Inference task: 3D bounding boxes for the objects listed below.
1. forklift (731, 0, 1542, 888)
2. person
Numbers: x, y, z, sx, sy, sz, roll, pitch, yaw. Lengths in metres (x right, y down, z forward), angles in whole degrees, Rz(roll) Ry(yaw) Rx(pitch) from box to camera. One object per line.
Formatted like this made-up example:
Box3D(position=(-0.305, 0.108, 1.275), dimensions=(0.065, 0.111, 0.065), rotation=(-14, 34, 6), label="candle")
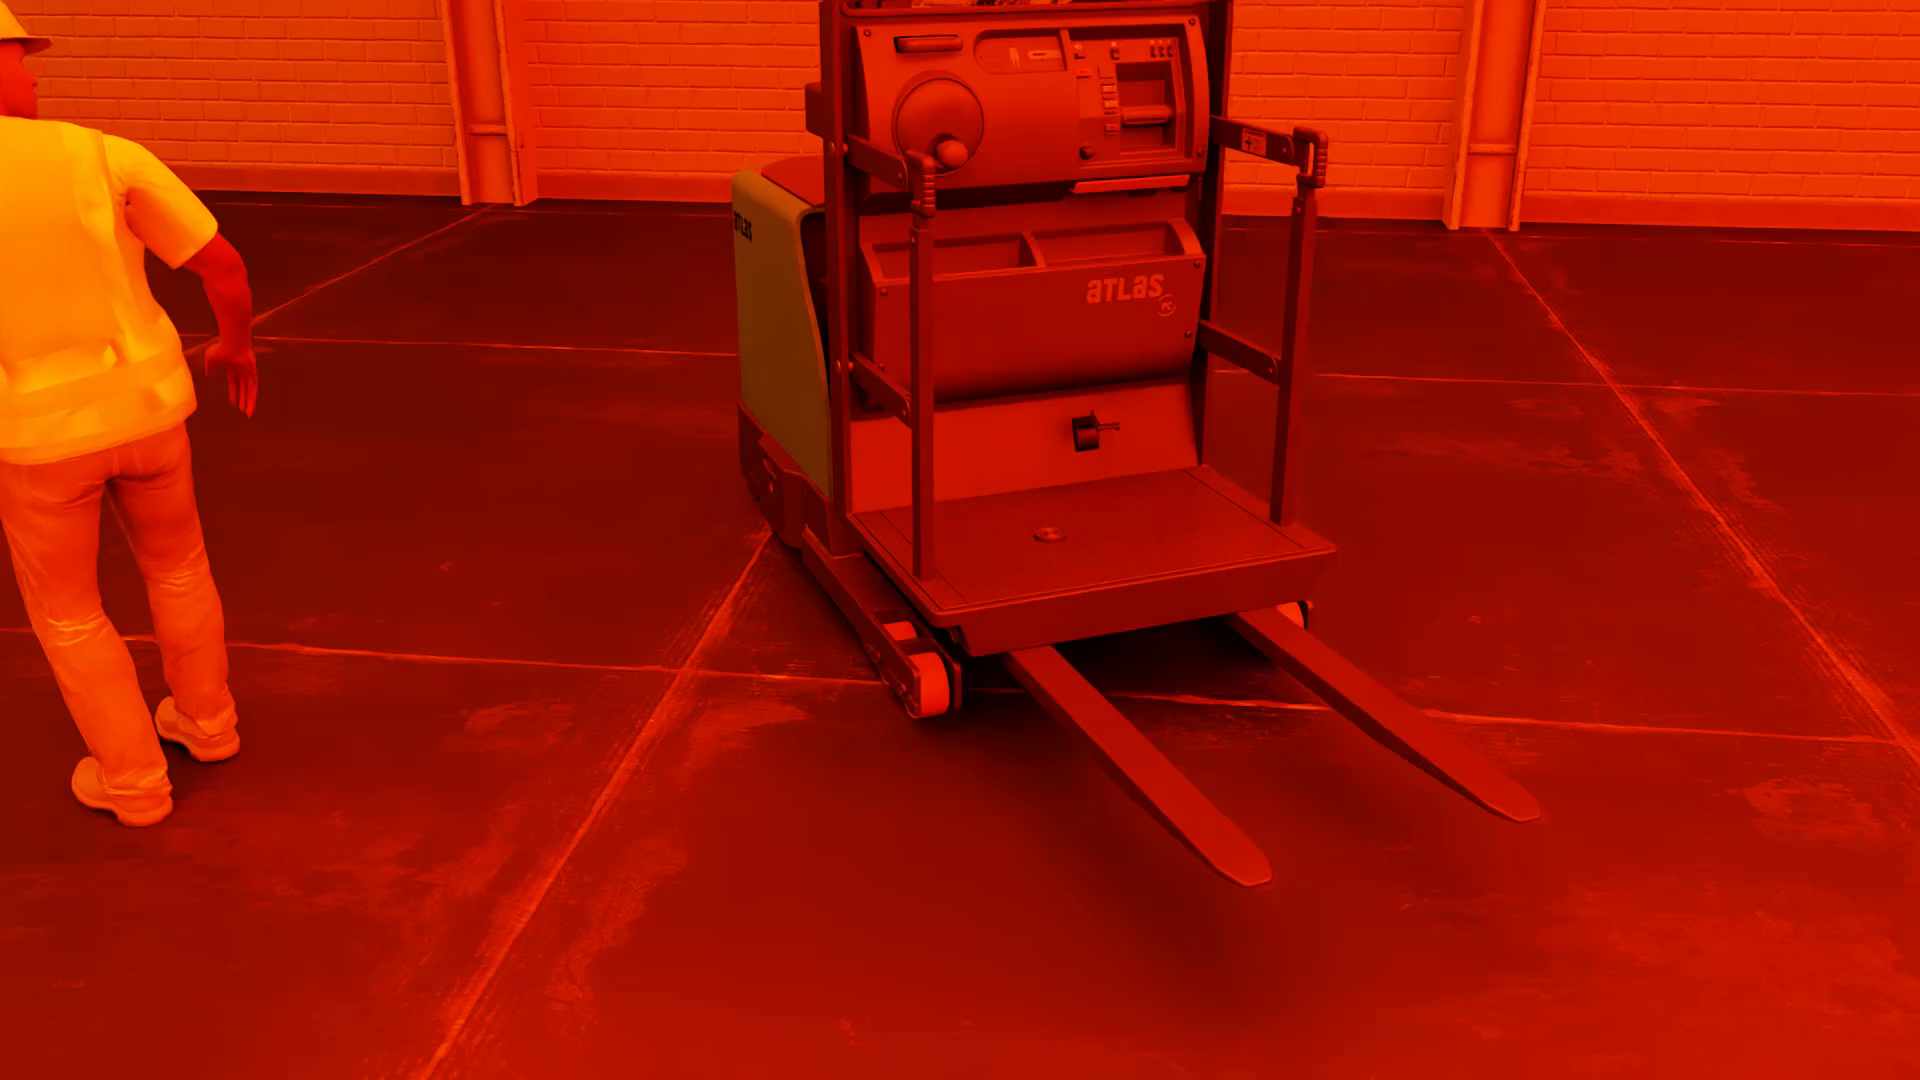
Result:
Box3D(position=(0.276, -1.096, 3.975), dimensions=(1.130, 2.935, 3.031), rotation=(-8, 23, -20), label="forklift")
Box3D(position=(-1.885, -0.258, 3.488), dimensions=(0.794, 1.743, 0.523), rotation=(-17, 28, -36), label="person")
